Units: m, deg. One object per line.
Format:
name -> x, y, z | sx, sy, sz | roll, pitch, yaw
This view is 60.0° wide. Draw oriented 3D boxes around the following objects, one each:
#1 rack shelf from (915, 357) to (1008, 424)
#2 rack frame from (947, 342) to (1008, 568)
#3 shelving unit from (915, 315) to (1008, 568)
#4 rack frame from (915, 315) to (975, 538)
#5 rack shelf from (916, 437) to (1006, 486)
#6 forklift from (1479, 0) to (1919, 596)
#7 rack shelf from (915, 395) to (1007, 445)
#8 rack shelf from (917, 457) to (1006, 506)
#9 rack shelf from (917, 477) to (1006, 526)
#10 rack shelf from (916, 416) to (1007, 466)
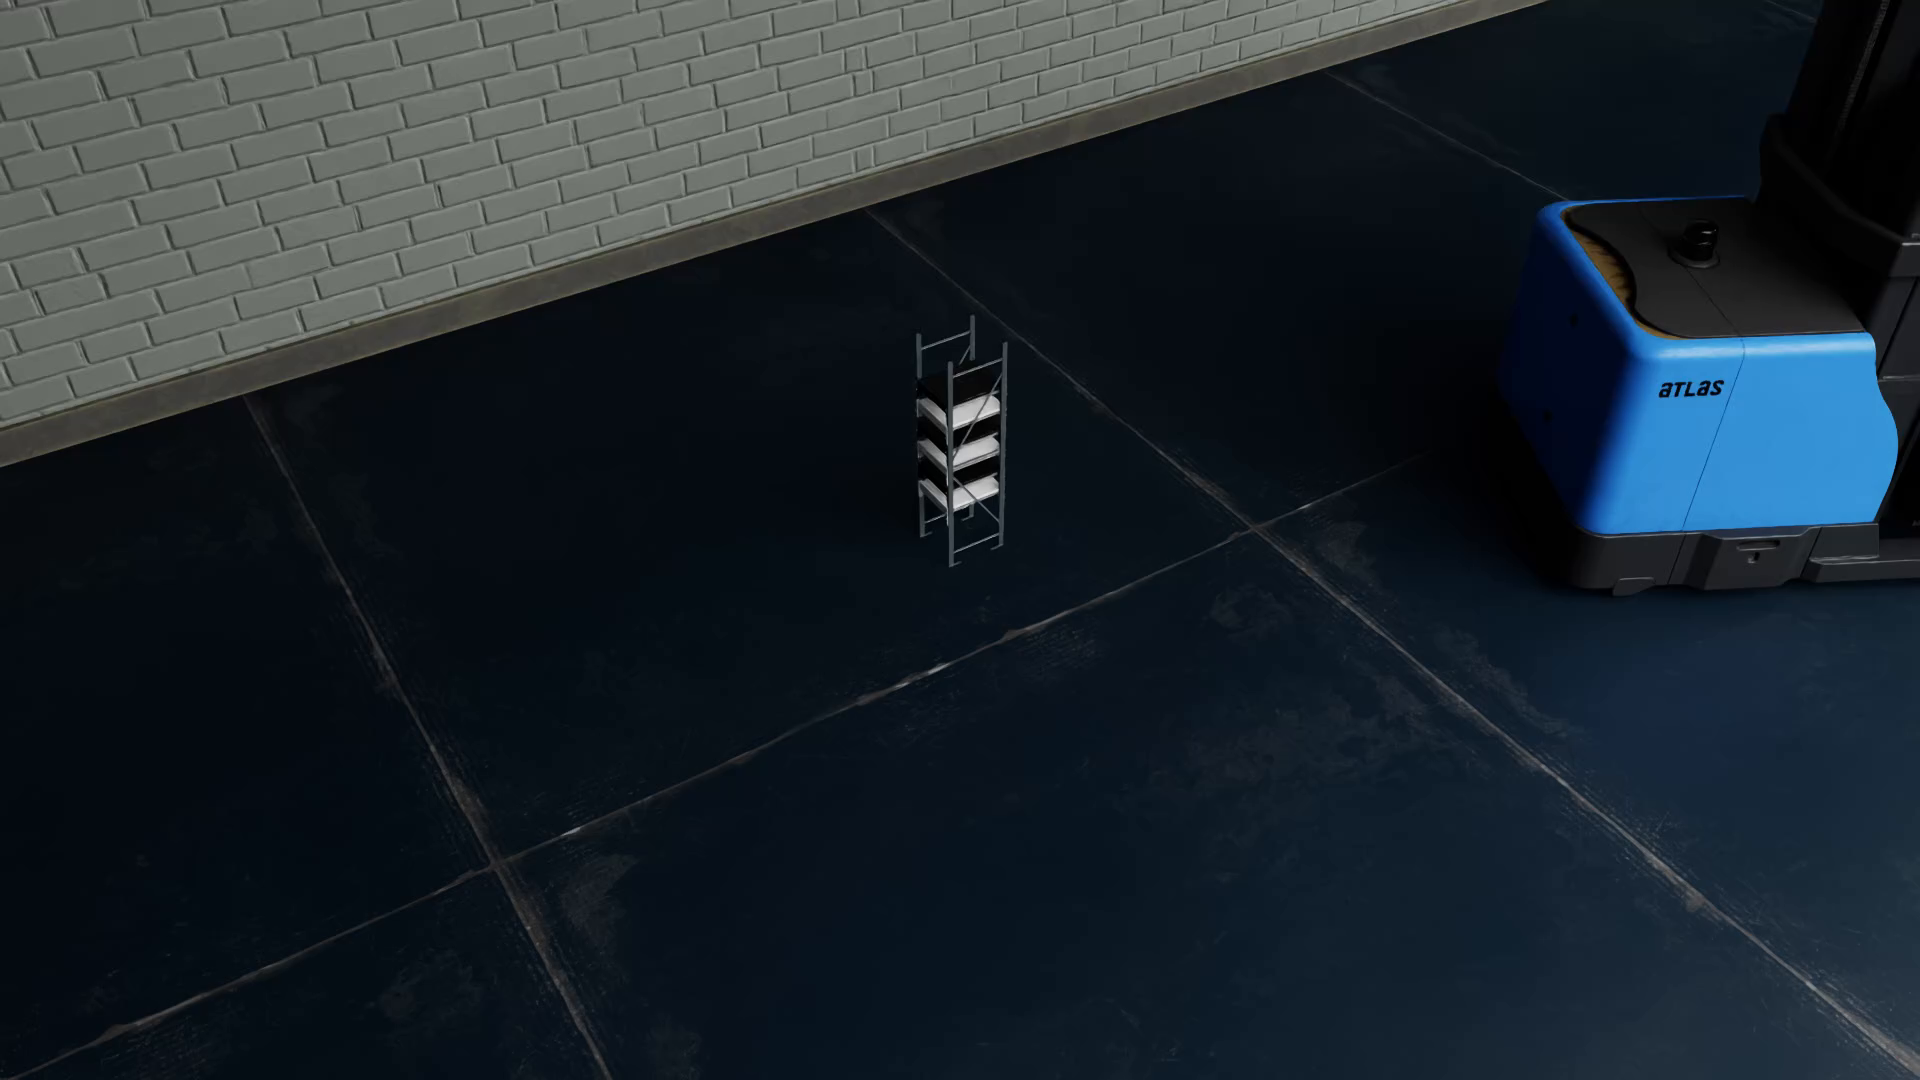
rack shelf -> 0.004, -0.523, 5.805 | 0.258, 0.077, 0.200 | -22, 45, -24
rack frame -> 0.059, -0.286, 5.891 | 0.240, 0.900, 0.006 | -22, 45, -24
shelving unit -> 0.004, -0.341, 5.957 | 0.258, 0.900, 0.210 | -22, 45, -24
rack frame -> -0.050, -0.396, 6.023 | 0.240, 0.900, 0.006 | -22, 45, -24
rack shelf -> 0.004, -0.316, 5.978 | 0.258, 0.077, 0.200 | -22, 45, -24
forklift -> 3.621, -1.298, 5.518 | 3.031, 2.935, 1.130 | -3, 40, -3
rack shelf -> 0.004, -0.454, 5.863 | 0.258, 0.077, 0.200 | -22, 45, -24
rack shelf -> 0.004, -0.247, 6.036 | 0.258, 0.077, 0.200 | -22, 45, -24
rack shelf -> 0.004, -0.177, 6.093 | 0.258, 0.077, 0.200 | -22, 45, -24
rack shelf -> 0.004, -0.385, 5.920 | 0.258, 0.077, 0.200 | -22, 45, -24
